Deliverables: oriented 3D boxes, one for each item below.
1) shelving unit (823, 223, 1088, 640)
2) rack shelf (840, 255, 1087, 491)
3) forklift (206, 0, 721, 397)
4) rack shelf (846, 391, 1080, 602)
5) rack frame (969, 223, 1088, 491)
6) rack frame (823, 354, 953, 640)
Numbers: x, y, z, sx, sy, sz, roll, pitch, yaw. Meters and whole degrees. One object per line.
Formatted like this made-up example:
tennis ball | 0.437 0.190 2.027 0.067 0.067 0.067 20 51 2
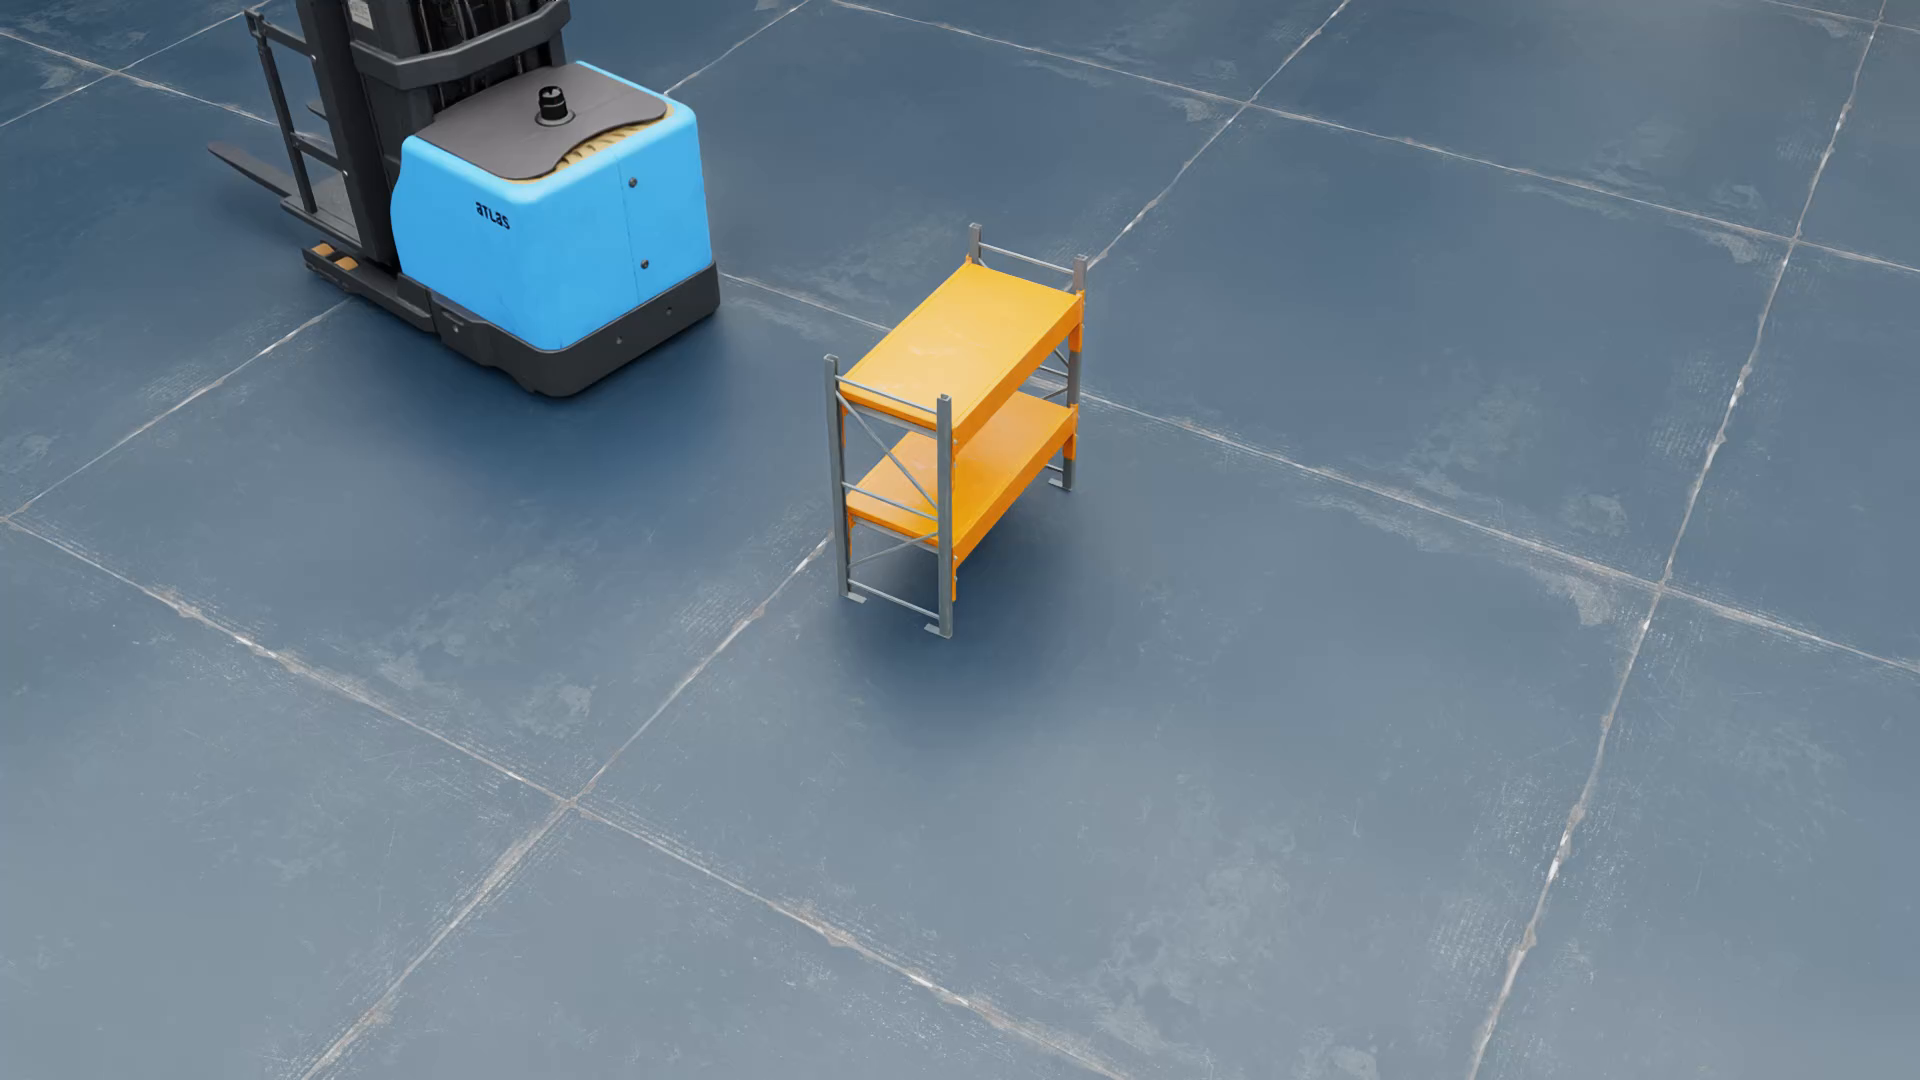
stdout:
shelving unit | 0.003 -0.426 6.383 0.538 1.125 1.048 21 45 22
rack shelf | 0.003 -0.646 6.189 0.538 0.278 1.000 21 45 22
forklift | -2.600 -2.553 7.431 3.031 2.935 1.130 29 49 28
rack shelf | 0.003 -0.243 6.544 0.538 0.278 1.000 21 45 22
rack frame | 0.258 -0.717 6.713 0.500 1.125 0.032 21 45 22
rack frame | -0.251 -0.135 6.052 0.500 1.125 0.032 21 45 22
